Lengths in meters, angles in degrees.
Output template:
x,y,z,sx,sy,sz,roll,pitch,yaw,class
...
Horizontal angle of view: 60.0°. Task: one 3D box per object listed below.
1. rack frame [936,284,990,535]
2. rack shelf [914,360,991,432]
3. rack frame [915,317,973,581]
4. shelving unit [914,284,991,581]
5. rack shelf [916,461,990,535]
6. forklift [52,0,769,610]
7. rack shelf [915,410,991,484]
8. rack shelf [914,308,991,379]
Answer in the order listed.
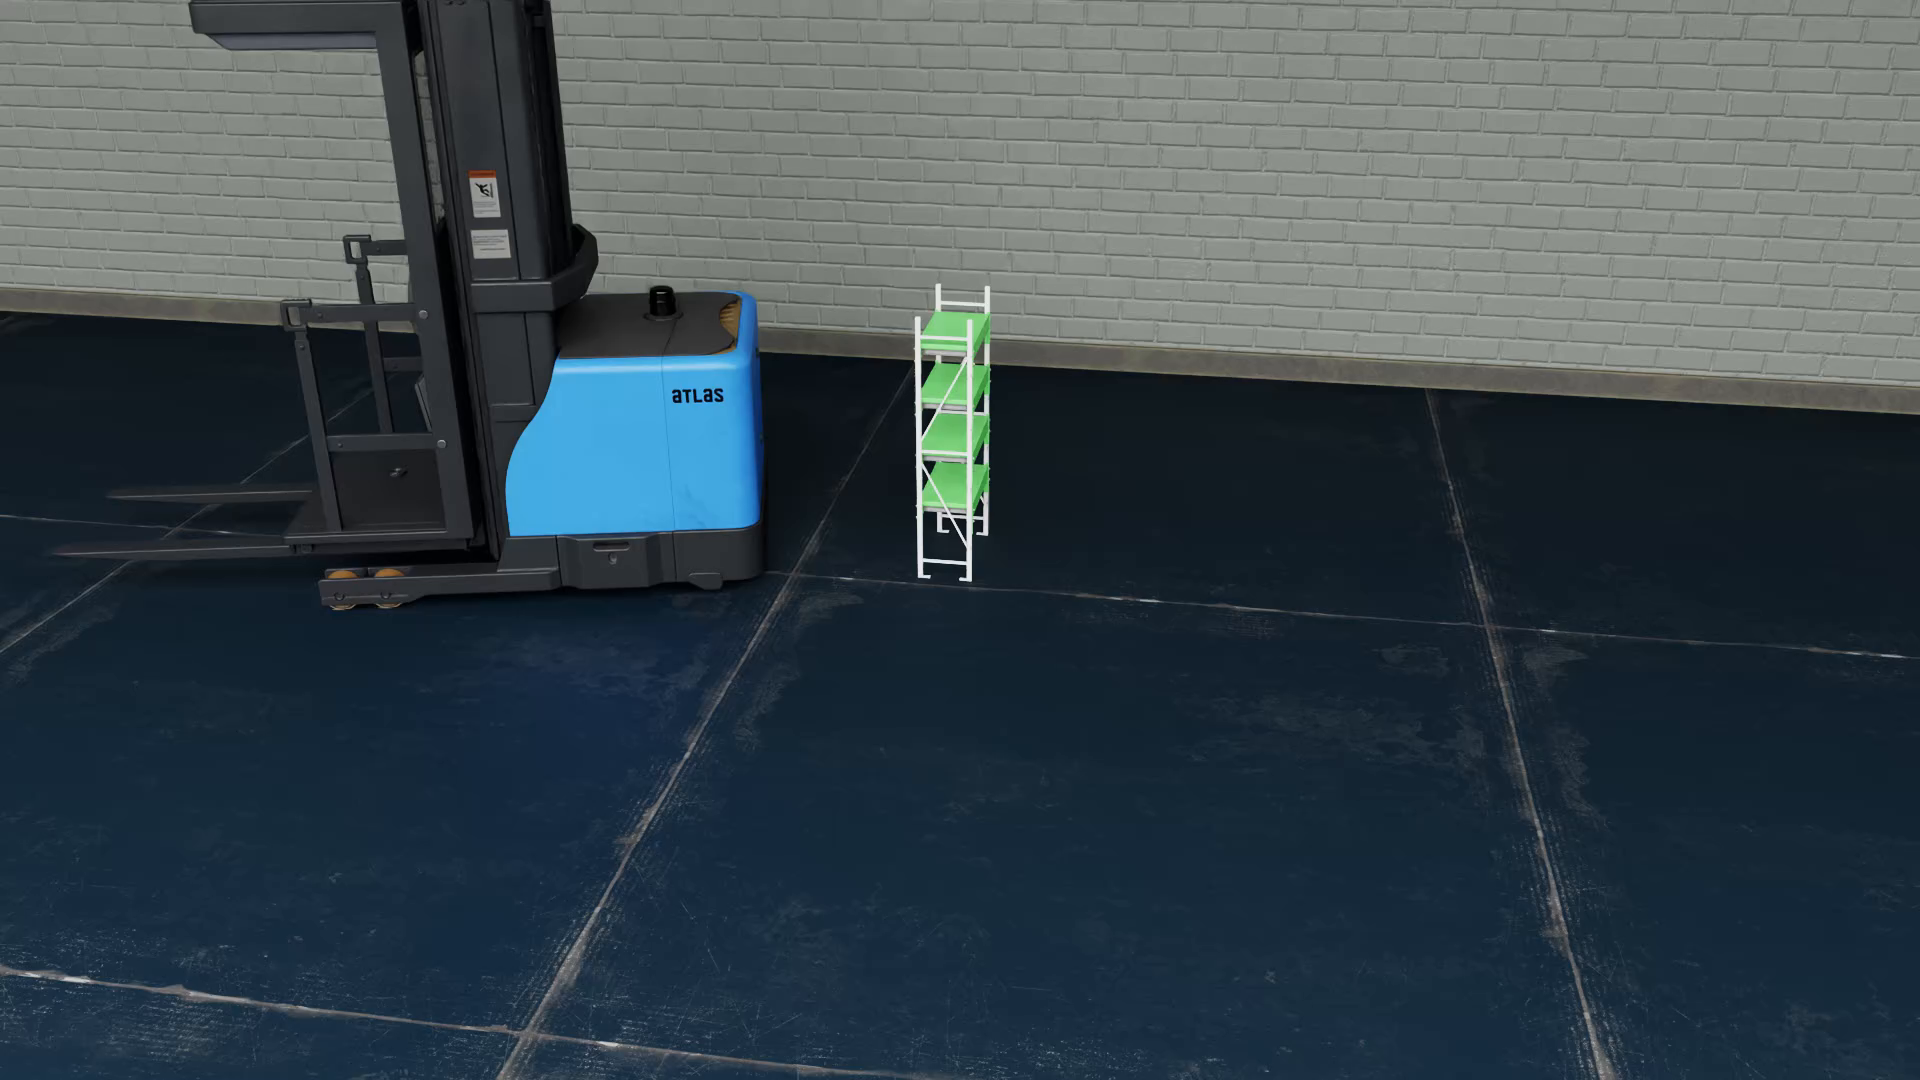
x,y,z,sx,sy,sz,roll,pitch,yaw,class
0.013,-0.576,7.566,0.240,1.200,0.015,4,25,9,rack frame
-0.027,-0.634,7.273,0.258,0.148,0.480,4,25,9,rack shelf
-0.067,-0.372,7.130,0.240,1.200,0.015,4,25,9,rack frame
-0.027,-0.474,7.348,0.258,1.200,0.503,4,25,9,shelving unit
-0.027,-0.199,7.477,0.258,0.148,0.480,4,25,9,rack shelf
-2.401,-1.261,6.987,3.031,2.935,1.130,-2,25,-4,forklift
-0.027,-0.416,7.375,0.258,0.148,0.480,4,25,9,rack shelf
-0.027,-0.851,7.171,0.258,0.148,0.480,4,25,9,rack shelf
